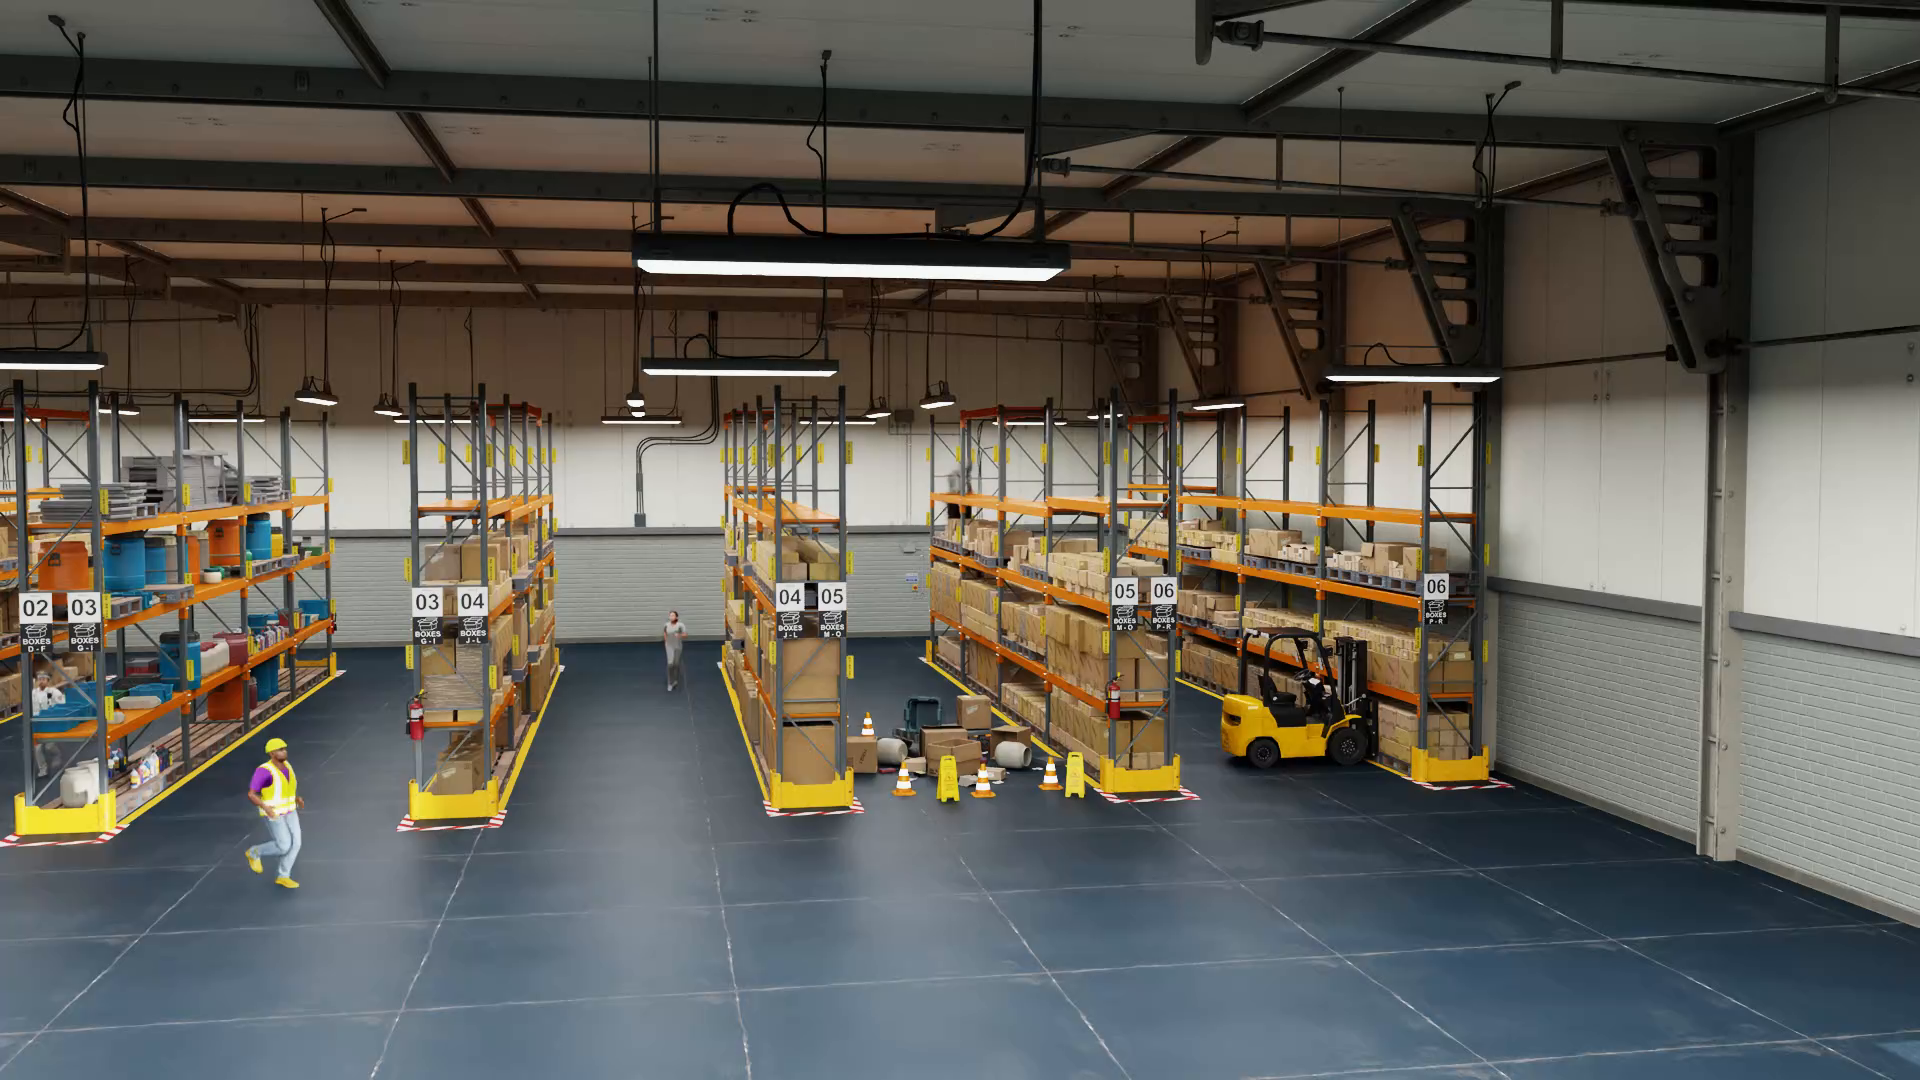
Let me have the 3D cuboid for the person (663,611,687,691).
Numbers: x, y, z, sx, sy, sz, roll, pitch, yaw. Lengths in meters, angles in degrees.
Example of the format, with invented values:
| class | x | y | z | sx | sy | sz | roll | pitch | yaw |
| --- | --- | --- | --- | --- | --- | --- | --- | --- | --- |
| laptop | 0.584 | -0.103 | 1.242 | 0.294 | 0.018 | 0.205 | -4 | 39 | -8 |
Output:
| class | x | y | z | sx | sy | sz | roll | pitch | yaw |
| --- | --- | --- | --- | --- | --- | --- | --- | --- | --- |
| person | -6.118 | 2.371 | 35.720 | 0.537 | 1.730 | 0.755 | 0 | 3 | -6 |

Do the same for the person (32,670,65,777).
| class | x | y | z | sx | sy | sz | roll | pitch | yaw |
| --- | --- | --- | --- | --- | --- | --- | --- | --- | --- |
| person | -14.340 | 2.856 | 26.041 | 0.613 | 1.646 | 0.579 | -1 | 3 | -11 |

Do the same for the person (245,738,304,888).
| class | x | y | z | sx | sy | sz | roll | pitch | yaw |
| --- | --- | --- | --- | --- | --- | --- | --- | --- | --- |
| person | -7.988 | 3.170 | 19.384 | 0.639 | 1.735 | 0.708 | 1 | 3 | 18 |
